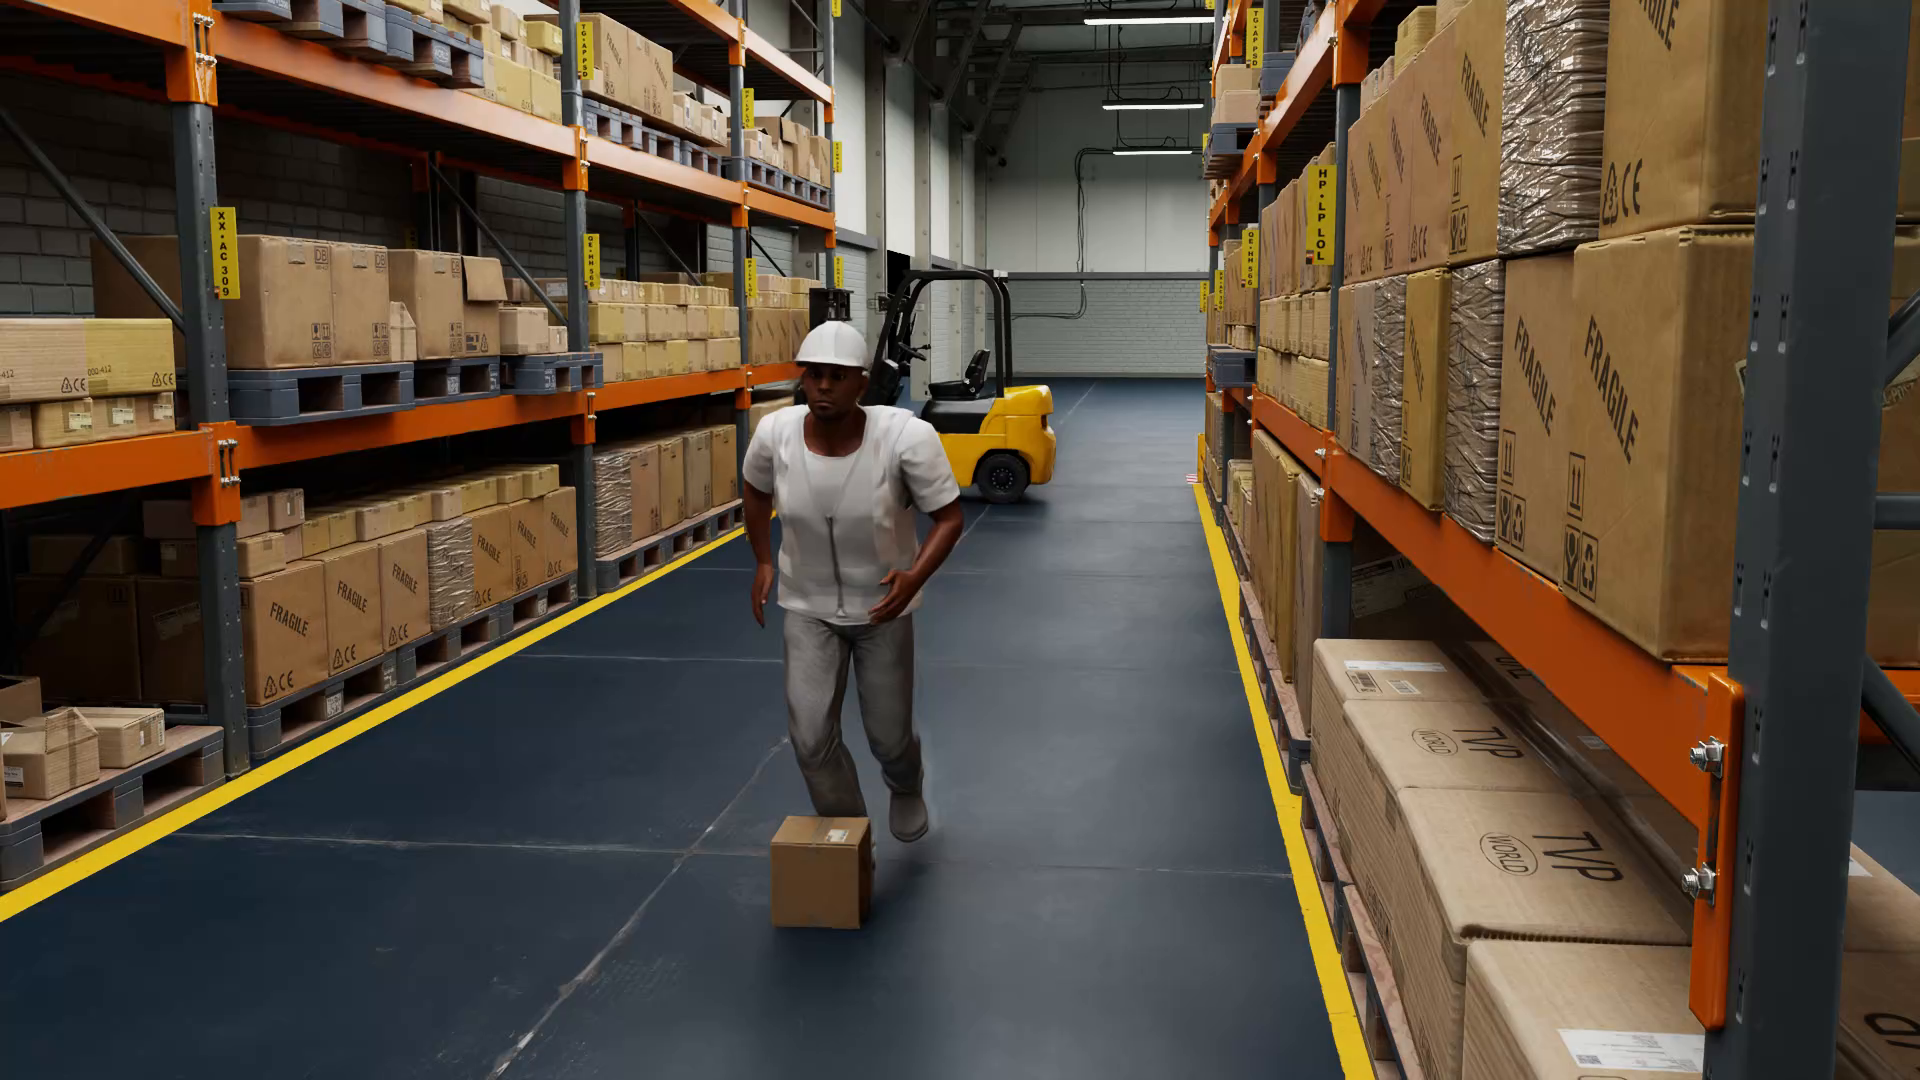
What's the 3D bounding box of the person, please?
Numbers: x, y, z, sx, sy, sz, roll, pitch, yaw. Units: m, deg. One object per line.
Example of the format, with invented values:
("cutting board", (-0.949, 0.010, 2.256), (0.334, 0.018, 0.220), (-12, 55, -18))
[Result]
("person", (-0.323, 0.197, 4.998), (0.676, 1.696, 0.849), (1, 8, 5))
